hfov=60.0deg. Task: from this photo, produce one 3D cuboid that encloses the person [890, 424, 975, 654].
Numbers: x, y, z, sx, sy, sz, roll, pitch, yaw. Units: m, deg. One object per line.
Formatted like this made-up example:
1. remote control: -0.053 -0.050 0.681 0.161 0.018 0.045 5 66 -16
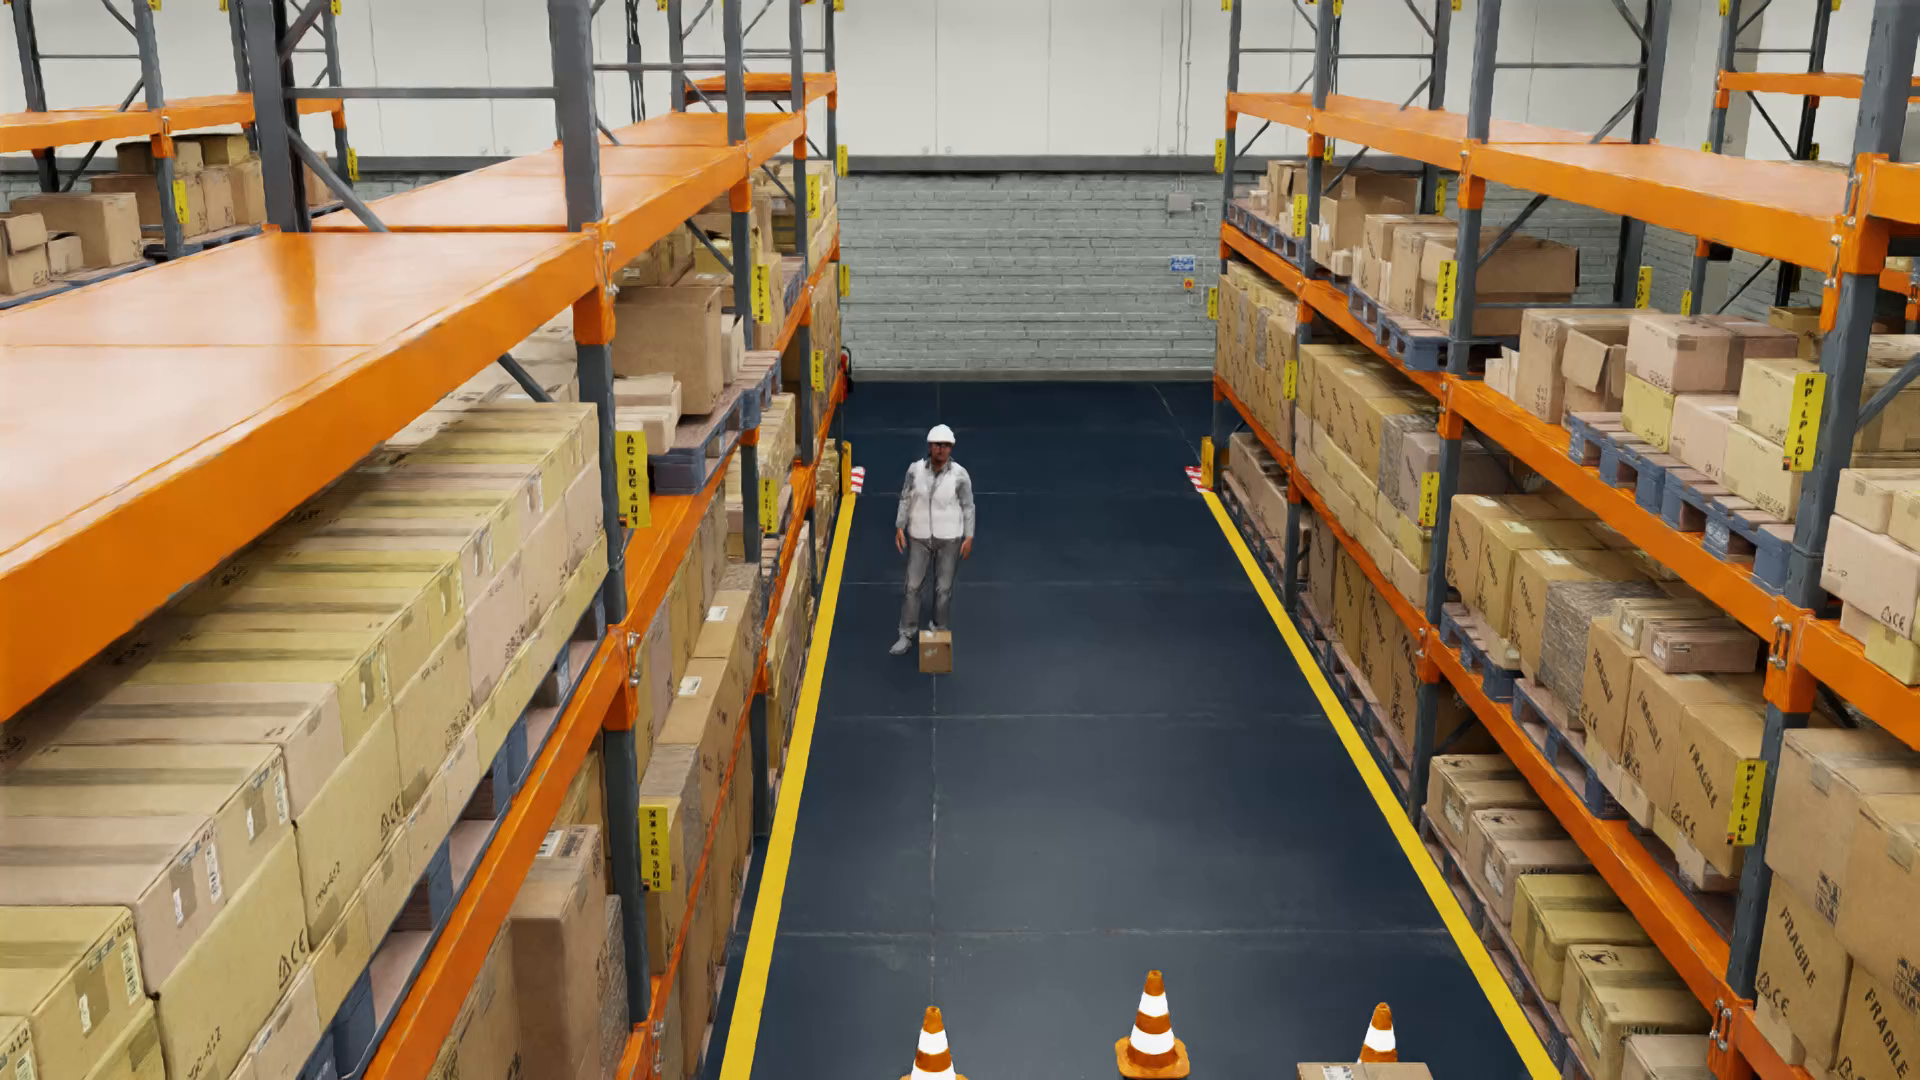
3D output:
1. person: -0.211 -0.005 12.992 0.635 1.768 0.568 2 17 8
